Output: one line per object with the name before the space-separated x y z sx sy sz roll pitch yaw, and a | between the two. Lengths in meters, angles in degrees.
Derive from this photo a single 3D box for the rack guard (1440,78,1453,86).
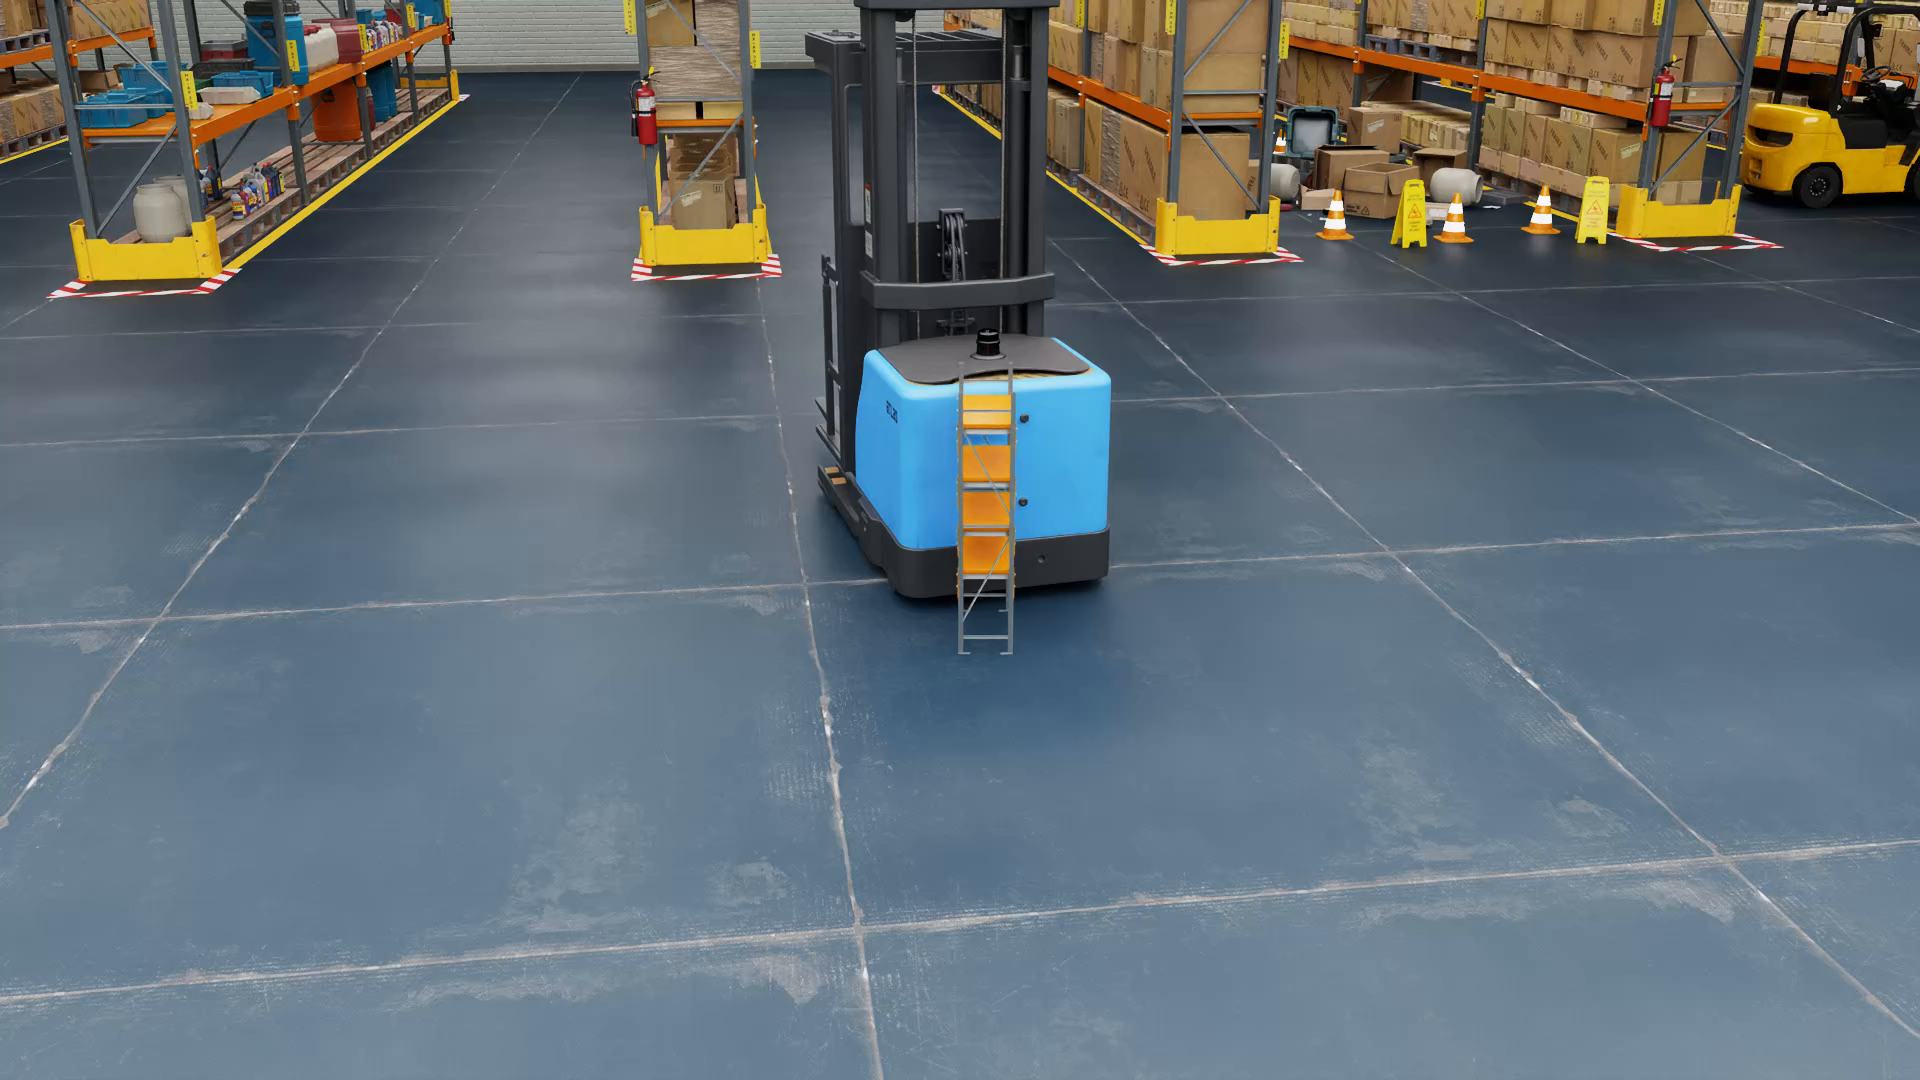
rack guard | 10.009 -9.136 32.463 1.175 0.500 0.348 -3 21 -8

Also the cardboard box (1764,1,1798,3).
cardboard box | 11.629 -7.553 23.581 0.380 0.149 0.250 -3 21 -9

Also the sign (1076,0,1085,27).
sign | 1.398 -6.117 19.266 0.100 0.325 0.005 -3 21 -8

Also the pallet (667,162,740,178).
pallet | -3.103 -4.391 20.170 1.003 0.211 1.213 -3 21 -8

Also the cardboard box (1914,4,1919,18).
cardboard box | 11.589 -6.275 19.736 0.380 0.149 0.250 -2 21 -7

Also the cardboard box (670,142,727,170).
cardboard box | -2.881 -4.115 18.418 0.500 0.500 0.500 4 21 9

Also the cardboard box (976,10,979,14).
cardboard box | 0.459 -8.292 25.965 0.380 0.149 0.250 -2 21 -6

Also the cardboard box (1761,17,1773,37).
cardboard box | 11.201 -7.031 22.753 0.500 0.250 0.500 -3 21 -7

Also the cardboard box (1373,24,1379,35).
cardboard box | 6.103 -7.269 23.651 0.380 0.149 0.250 -4 21 -11

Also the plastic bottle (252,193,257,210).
plastic bottle | -7.345 -3.519 17.221 0.097 0.201 0.097 0 20 0

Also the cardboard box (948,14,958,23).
cardboard box | -0.011 -9.369 29.873 0.380 0.149 0.250 -4 21 -9

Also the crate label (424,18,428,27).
crate label | -9.232 -8.767 28.194 0.396 0.136 0.243 -3 21 -8

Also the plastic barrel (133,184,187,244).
plastic barrel | -7.485 -3.048 15.545 0.421 0.512 0.421 0 20 0

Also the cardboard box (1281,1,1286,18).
cardboard box | 5.448 -8.694 27.208 0.500 0.250 0.500 -4 21 -9

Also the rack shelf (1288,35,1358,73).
rack shelf | 5.952 -7.668 25.987 1.077 0.370 4.000 -3 21 -8

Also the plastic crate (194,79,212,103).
plastic crate | -7.974 -4.594 17.032 0.450 0.188 0.662 -3 21 -8

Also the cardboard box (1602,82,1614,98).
cardboard box | 6.966 -4.715 17.413 0.380 0.149 0.250 -3 21 -9

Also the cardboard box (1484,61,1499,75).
cardboard box | 6.545 -5.684 20.007 0.380 0.149 0.250 -3 21 -8

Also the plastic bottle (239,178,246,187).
plastic bottle | -7.524 -3.662 17.488 0.061 0.283 0.133 -3 21 -8

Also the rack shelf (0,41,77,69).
rack shelf | -13.658 -6.669 23.314 1.077 0.370 4.000 -3 21 -8

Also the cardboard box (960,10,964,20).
cardboard box | 0.287 -9.104 28.236 0.500 0.500 0.500 -3 21 -8

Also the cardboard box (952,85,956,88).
cardboard box | 0.052 -8.195 29.844 0.380 0.149 0.250 -3 21 -7

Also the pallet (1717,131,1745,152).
pallet | 11.404 -5.549 23.271 1.003 0.211 1.213 -3 21 -8

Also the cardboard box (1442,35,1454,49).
cardboard box | 6.376 -6.350 21.190 0.380 0.149 0.250 -3 21 -9

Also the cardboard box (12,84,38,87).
cardboard box | -14.117 -6.554 24.921 0.500 0.500 0.500 -4 21 -10

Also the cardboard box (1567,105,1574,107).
cardboard box | 7.168 -4.996 20.063 0.500 0.500 0.500 -3 21 -9

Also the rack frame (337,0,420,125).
rack frame | -9.044 -7.947 25.708 1.000 3.000 0.127 -3 21 -8

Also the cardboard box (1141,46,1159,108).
cardboard box | 2.311 -4.643 16.647 0.875 0.550 0.550 -3 21 -8

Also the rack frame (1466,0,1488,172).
rack frame | 6.817 -5.927 20.299 1.000 3.000 0.127 -3 21 -8

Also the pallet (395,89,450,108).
pallet | -9.540 -7.739 29.134 1.003 0.211 1.213 -3 21 -8

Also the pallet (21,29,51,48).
pallet | -13.939 -7.327 24.320 1.003 0.211 1.213 -3 21 -8

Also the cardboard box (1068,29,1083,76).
cardboard box | 1.593 -5.857 19.967 0.500 0.500 0.500 -3 21 -8

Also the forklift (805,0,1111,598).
forklift | -0.171 -1.584 8.769 1.130 2.935 3.031 -6 21 -15

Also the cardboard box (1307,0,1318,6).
cardboard box | 5.694 -8.518 25.664 0.500 0.500 0.500 -3 21 -9

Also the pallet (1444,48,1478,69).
pallet | 6.851 -6.109 21.060 1.003 0.211 1.213 -3 21 -8

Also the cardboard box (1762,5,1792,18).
cardboard box | 11.131 -7.165 22.544 0.380 0.149 0.250 -3 21 -9

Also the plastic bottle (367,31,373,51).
plastic bottle | -8.333 -7.030 23.435 0.097 0.271 0.097 0 20 0

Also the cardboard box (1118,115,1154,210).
cardboard box | 2.218 -3.995 17.562 0.875 0.875 0.875 -3 21 -9

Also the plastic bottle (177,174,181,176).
plastic bottle | -8.096 -3.630 17.305 0.144 0.351 0.185 -3 21 -8

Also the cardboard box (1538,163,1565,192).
cardboard box | 6.863 -4.078 18.677 0.500 0.250 0.500 -4 21 -10

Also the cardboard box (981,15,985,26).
cardboard box | 0.532 -7.974 25.539 0.380 0.149 0.250 -4 21 -10

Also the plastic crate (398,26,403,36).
plastic crate | -8.970 -8.020 26.194 0.396 0.136 0.243 -3 21 -8

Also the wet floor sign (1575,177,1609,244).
wet floor sign | 6.362 -3.320 16.682 0.267 0.644 0.232 4 21 11

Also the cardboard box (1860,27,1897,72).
cardboard box | 11.534 -6.059 20.508 0.500 0.500 0.500 -3 21 -9

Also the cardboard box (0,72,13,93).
cardboard box | -13.973 -6.559 23.863 0.500 0.250 0.500 -3 21 -8

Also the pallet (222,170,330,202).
pallet | -8.042 -4.141 19.502 1.003 0.211 1.213 -3 21 -8

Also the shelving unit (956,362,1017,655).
shelving unit | 0.114 -0.141 7.379 0.258 1.200 0.503 0 20 0

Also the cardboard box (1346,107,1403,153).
cardboard box | 5.060 -5.011 20.335 0.500 0.500 0.500 -3 21 -8

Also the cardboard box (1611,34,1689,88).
cardboard box | 7.043 -4.902 16.987 0.500 0.500 0.500 -3 21 -9

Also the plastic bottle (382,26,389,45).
plastic bottle | -8.542 -7.468 24.602 0.152 0.276 0.135 -3 21 -8

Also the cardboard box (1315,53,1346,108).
cardboard box | 6.099 -7.066 25.784 0.875 0.875 0.875 -3 21 -7
